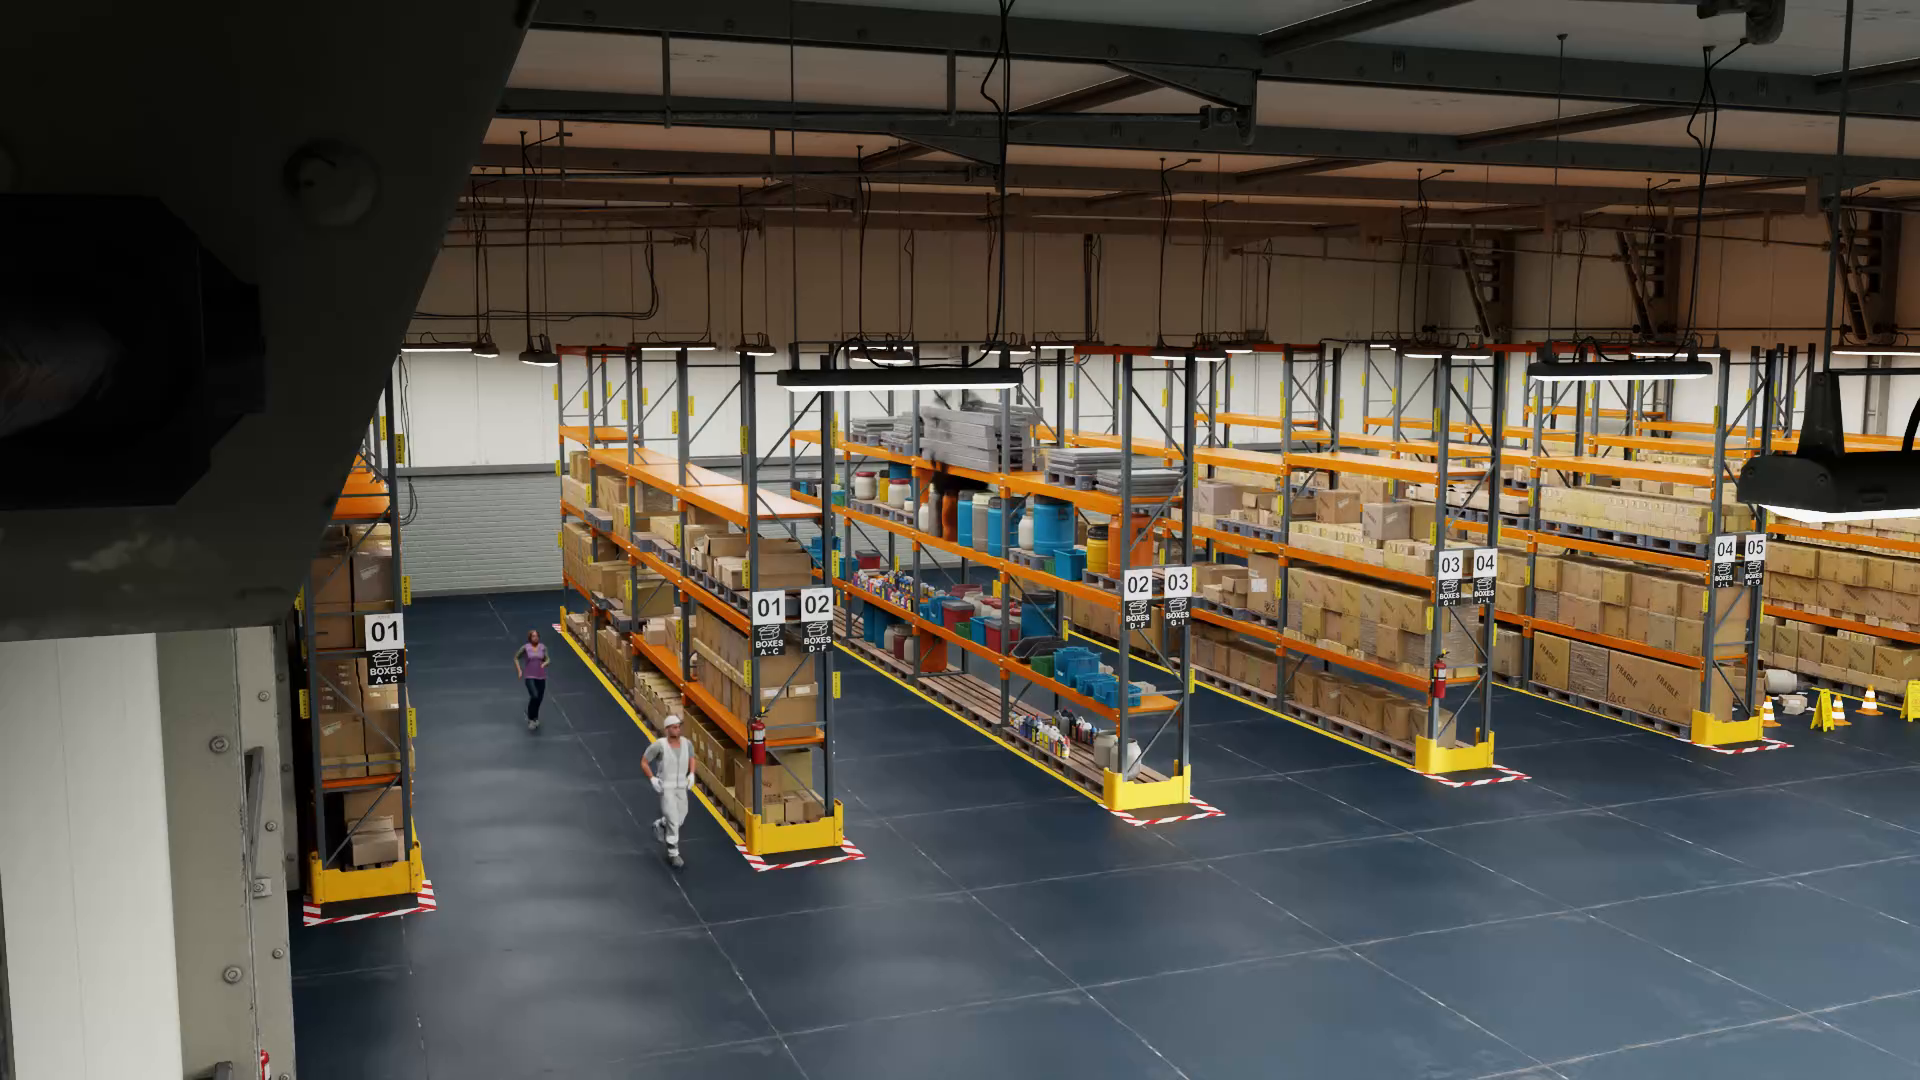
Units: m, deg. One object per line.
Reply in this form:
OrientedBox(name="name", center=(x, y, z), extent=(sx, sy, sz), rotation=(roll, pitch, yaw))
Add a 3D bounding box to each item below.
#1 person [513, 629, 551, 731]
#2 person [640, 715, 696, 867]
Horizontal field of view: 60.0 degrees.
OrientedBox(name="person", center=(-6.726, 2.205, 26.285), extent=(0.505, 1.597, 0.667), rotation=(-5, 9, -34))
OrientedBox(name="person", center=(-3.473, 2.958, 19.925), extent=(0.703, 1.767, 0.810), rotation=(-6, 9, -39))
